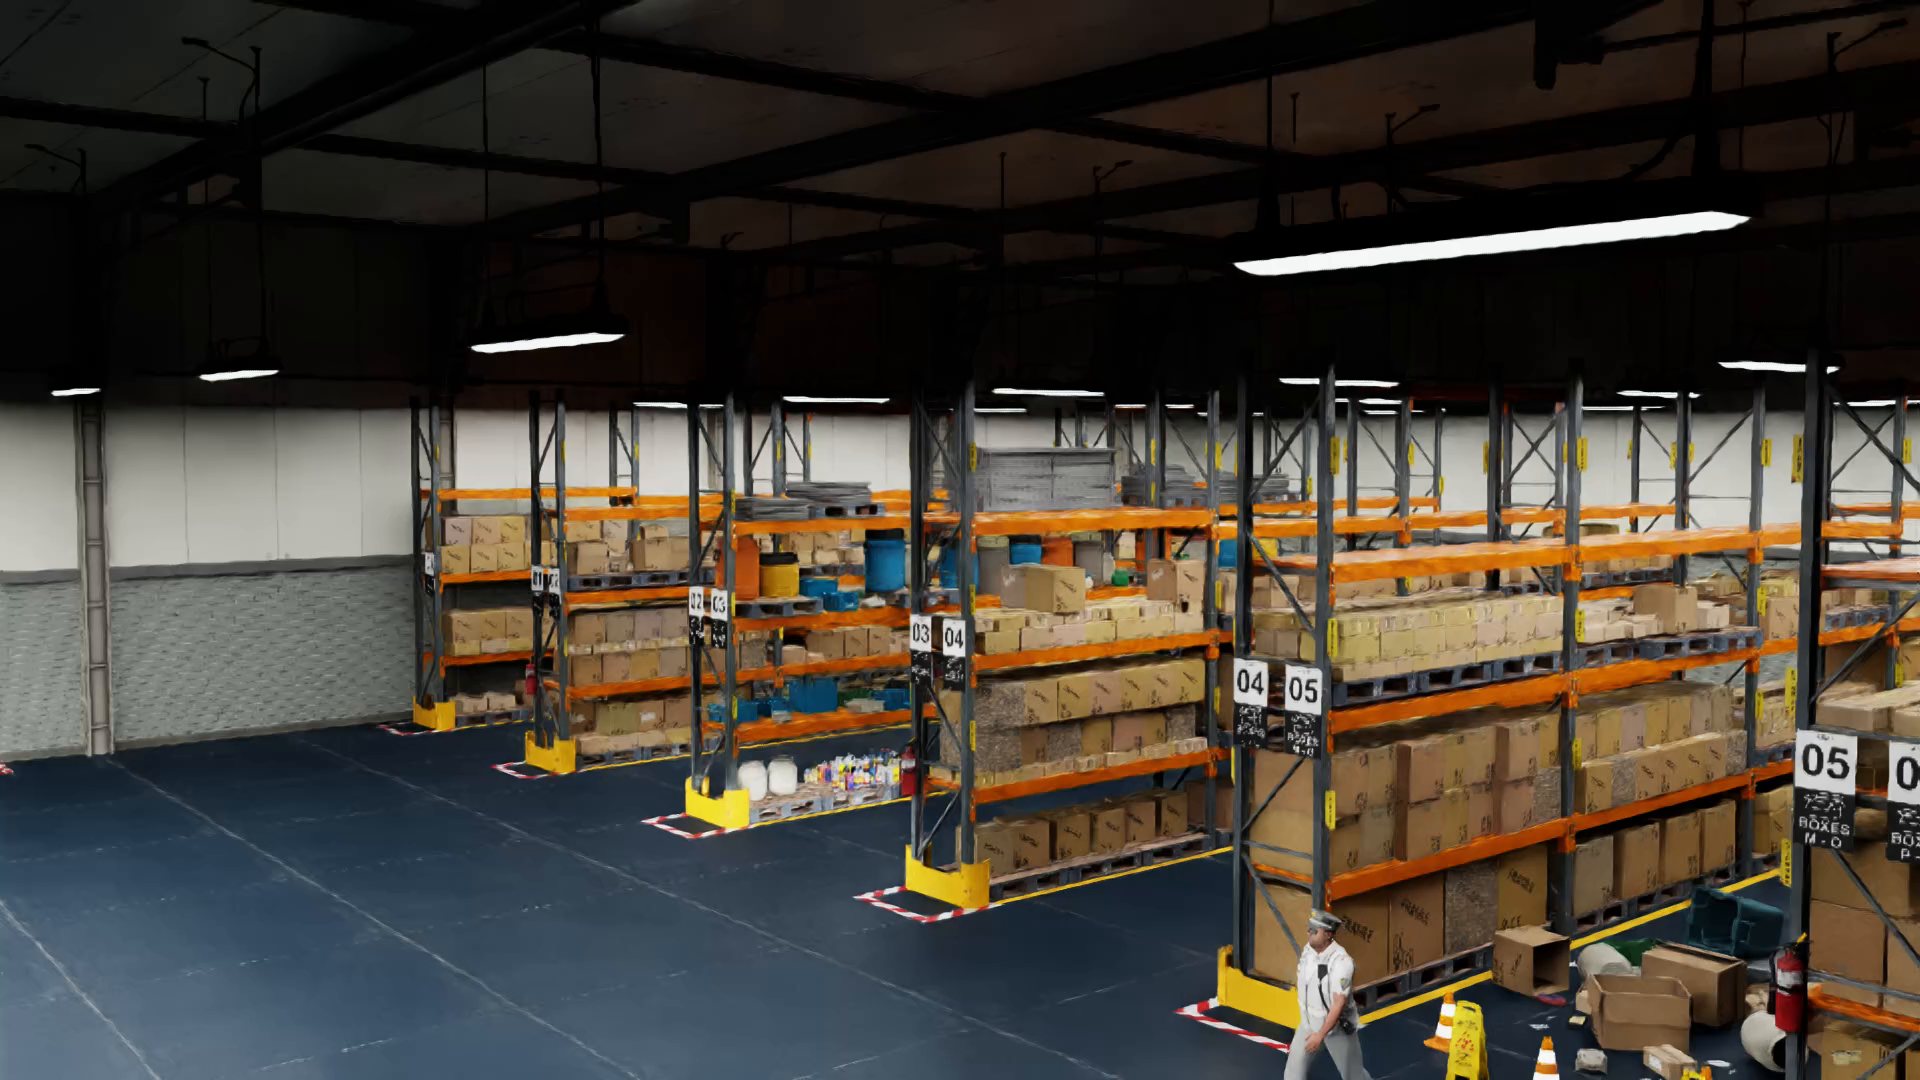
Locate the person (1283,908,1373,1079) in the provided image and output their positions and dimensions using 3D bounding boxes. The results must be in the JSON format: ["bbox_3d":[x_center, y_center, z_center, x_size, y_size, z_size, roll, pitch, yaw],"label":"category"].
[{"bbox_3d":[2.694,3.566,12.316,1.031,1.707,0.533,-2,4,-31],"label":"person"}]

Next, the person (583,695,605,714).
[{"bbox_3d":[-6.494,2.600,28.873,1.111,1.686,0.583,-3,4,-41],"label":"person"}]
